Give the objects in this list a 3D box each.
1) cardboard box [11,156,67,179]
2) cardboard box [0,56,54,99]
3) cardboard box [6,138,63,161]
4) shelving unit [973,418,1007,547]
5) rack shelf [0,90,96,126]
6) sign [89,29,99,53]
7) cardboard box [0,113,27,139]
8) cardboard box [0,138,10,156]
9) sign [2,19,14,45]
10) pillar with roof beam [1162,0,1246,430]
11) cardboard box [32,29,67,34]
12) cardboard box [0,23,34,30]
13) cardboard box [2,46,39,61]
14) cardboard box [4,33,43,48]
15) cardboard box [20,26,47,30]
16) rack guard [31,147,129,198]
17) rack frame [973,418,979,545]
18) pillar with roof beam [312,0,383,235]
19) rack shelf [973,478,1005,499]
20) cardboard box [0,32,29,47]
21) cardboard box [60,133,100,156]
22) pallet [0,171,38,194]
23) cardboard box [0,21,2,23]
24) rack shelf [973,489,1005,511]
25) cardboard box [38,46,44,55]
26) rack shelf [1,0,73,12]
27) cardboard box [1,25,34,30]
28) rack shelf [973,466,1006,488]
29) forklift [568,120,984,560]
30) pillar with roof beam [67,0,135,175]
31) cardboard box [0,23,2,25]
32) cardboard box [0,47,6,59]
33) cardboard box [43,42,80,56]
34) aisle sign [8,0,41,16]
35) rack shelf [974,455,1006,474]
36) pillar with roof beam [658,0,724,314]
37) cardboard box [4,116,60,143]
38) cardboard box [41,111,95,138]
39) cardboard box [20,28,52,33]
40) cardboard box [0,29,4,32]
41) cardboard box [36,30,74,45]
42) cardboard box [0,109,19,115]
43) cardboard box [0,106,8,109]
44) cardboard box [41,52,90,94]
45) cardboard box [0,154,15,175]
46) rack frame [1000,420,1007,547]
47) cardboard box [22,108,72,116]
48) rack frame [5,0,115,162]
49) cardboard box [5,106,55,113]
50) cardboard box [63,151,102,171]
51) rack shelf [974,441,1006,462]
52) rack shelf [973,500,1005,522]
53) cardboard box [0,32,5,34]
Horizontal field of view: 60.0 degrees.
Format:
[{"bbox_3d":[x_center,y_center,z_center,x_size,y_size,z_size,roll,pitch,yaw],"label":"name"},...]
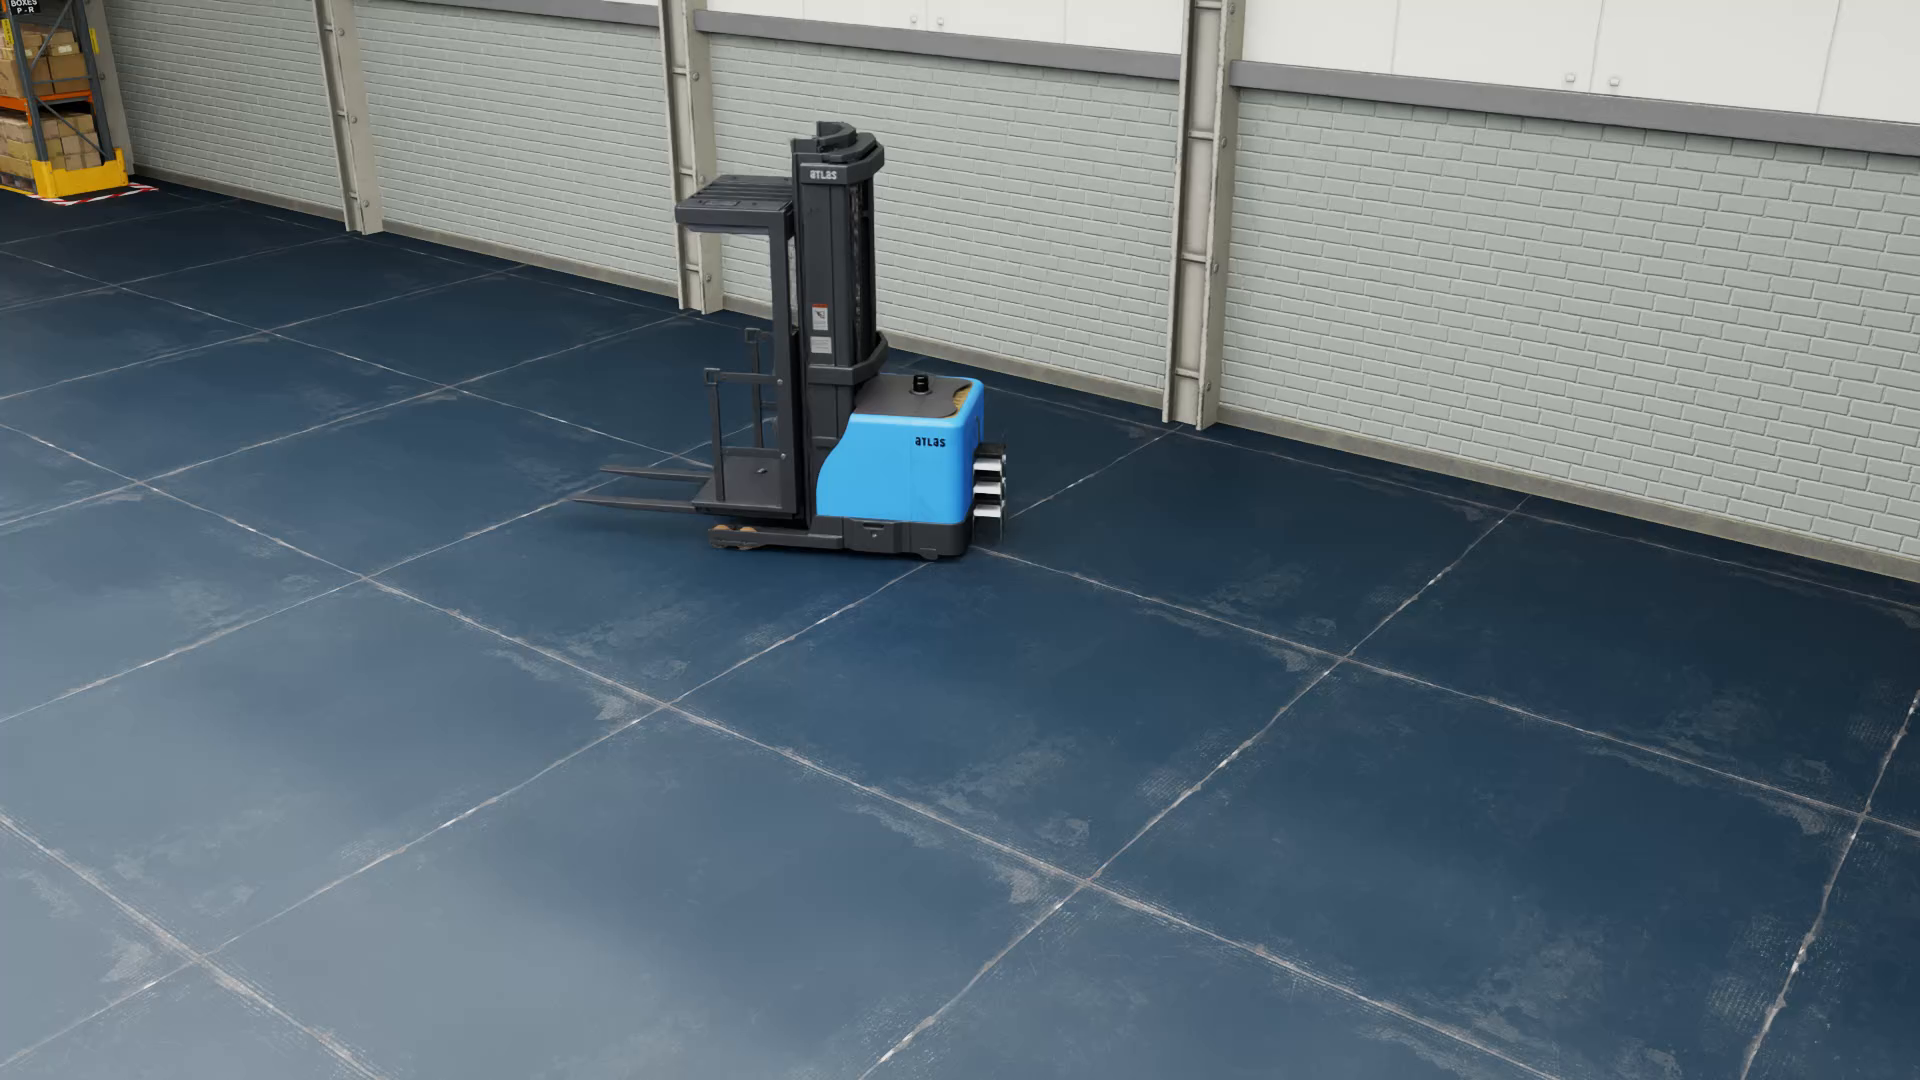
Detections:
[{"bbox_3d":[-12.929,-5.258,23.353,0.500,0.250,0.500,17,29,34],"label":"cardboard box"},{"bbox_3d":[-12.915,-6.393,22.915,0.500,0.500,0.500,16,28,32],"label":"cardboard box"},{"bbox_3d":[-12.941,-5.492,23.264,0.500,0.250,0.500,16,29,33],"label":"cardboard box"},{"bbox_3d":[0.217,-0.414,12.073,0.210,0.900,0.258,4,24,9],"label":"shelving unit"},{"bbox_3d":[-13.964,-6.467,24.100,4.000,0.370,1.077,17,29,33],"label":"rack shelf"},{"bbox_3d":[-12.026,-6.923,23.070,0.005,0.325,0.100,17,29,33],"label":"sign"},{"bbox_3d":[-13.332,-5.836,23.425,0.500,0.250,0.500,17,29,34],"label":"cardboard box"},{"bbox_3d":[-13.336,-5.617,23.547,0.500,0.250,0.500,16,29,33],"label":"cardboard box"},{"bbox_3d":[-12.700,-6.779,22.186,0.005,0.325,0.100,17,29,33],"label":"sign"},{"bbox_3d":[-0.559,-3.775,9.658,0.400,9.000,9.100,17,29,33],"label":"pillar with roof beam"},{"bbox_3d":[-12.680,-7.026,23.179,0.250,0.149,0.380,18,29,35],"label":"cardboard box"},{"bbox_3d":[-13.479,-7.291,23.779,0.250,0.149,0.380,16,28,32],"label":"cardboard box"},{"bbox_3d":[-12.809,-6.649,22.691,0.250,0.149,0.380,17,29,34],"label":"cardboard box"},{"bbox_3d":[-12.777,-6.810,22.688,0.250,0.149,0.380,17,29,33],"label":"cardboard box"},{"bbox_3d":[-13.103,-7.140,23.436,0.250,0.149,0.380,17,29,34],"label":"cardboard box"},{"bbox_3d":[-12.345,-5.163,23.348,0.348,0.500,1.175,17,29,33],"label":"rack guard"},{"bbox_3d":[0.117,-0.421,12.089,0.006,0.900,0.240,4,24,9],"label":"rack frame"},{"bbox_3d":[-10.161,-6.677,16.244,0.400,9.000,9.100,17,29,33],"label":"pillar with roof beam"},{"bbox_3d":[0.217,-0.383,12.086,0.200,0.077,0.258,4,24,9],"label":"rack shelf"},{"bbox_3d":[-12.993,-6.860,22.801,0.250,0.149,0.380,17,29,33],"label":"cardboard box"},{"bbox_3d":[-12.616,-5.656,23.636,0.500,0.250,0.500,17,29,34],"label":"cardboard box"},{"bbox_3d":[-13.001,-5.208,23.808,1.213,0.211,1.003,17,29,33],"label":"pallet"},{"bbox_3d":[-13.939,-7.388,23.999,0.250,0.149,0.380,18,29,35],"label":"cardboard box"},{"bbox_3d":[0.217,-0.301,12.123,0.200,0.077,0.258,4,24,9],"label":"rack shelf"},{"bbox_3d":[-12.715,-6.860,23.171,0.250,0.149,0.380,17,29,33],"label":"cardboard box"},{"bbox_3d":[-13.964,-7.840,23.495,4.000,0.370,1.077,17,29,33],"label":"rack shelf"},{"bbox_3d":[-13.328,-7.195,23.563,0.250,0.149,0.380,18,29,35],"label":"cardboard box"},{"bbox_3d":[0.217,-0.466,12.050,0.200,0.077,0.258,4,24,9],"label":"rack shelf"},{"bbox_3d":[-1.378,-1.471,11.953,3.031,2.935,1.130,4,24,9],"label":"forklift"},{"bbox_3d":[-14.962,-8.128,19.537,0.400,9.000,9.100,17,29,33],"label":"pillar with roof beam"},{"bbox_3d":[-13.725,-7.325,23.857,0.250,0.149,0.380,17,29,34],"label":"cardboard box"},{"bbox_3d":[-13.032,-6.701,22.810,0.250,0.149,0.380,17,29,34],"label":"cardboard box"},{"bbox_3d":[-12.480,-6.821,23.082,0.250,0.149,0.380,16,28,32],"label":"cardboard box"},{"bbox_3d":[-12.488,-7.392,22.082,0.004,0.787,0.394,17,29,33],"label":"aisle sign"},{"bbox_3d":[0.217,-0.548,12.014,0.200,0.077,0.258,4,24,9],"label":"rack shelf"},{"bbox_3d":[-5.360,-5.226,12.951,0.400,9.000,9.100,17,29,33],"label":"pillar with roof beam"},{"bbox_3d":[-12.919,-5.715,23.149,0.500,0.250,0.500,18,29,35],"label":"cardboard box"},{"bbox_3d":[-12.635,-5.881,23.528,0.500,0.250,0.500,16,29,33],"label":"cardboard box"},{"bbox_3d":[-12.913,-7.075,23.290,0.250,0.149,0.380,17,29,34],"label":"cardboard box"},{"bbox_3d":[-13.373,-6.998,23.116,0.250,0.149,0.380,17,29,34],"label":"cardboard box"},{"bbox_3d":[-12.505,-6.941,22.987,0.250,0.149,0.380,16,28,32],"label":"cardboard box"},{"bbox_3d":[-13.741,-5.955,23.695,0.500,0.250,0.500,17,29,34],"label":"cardboard box"},{"bbox_3d":[-13.837,-6.252,24.368,0.500,0.250,0.500,16,28,32],"label":"cardboard box"},{"bbox_3d":[-12.594,-6.568,23.312,0.500,0.500,0.500,18,29,35],"label":"cardboard box"},{"bbox_3d":[-13.322,-5.382,23.633,0.500,0.250,0.500,17,29,33],"label":"cardboard box"},{"bbox_3d":[0.317,-0.407,12.057,0.006,0.900,0.240,4,24,9],"label":"rack frame"},{"bbox_3d":[-13.037,-6.001,23.799,0.500,0.250,0.500,17,29,33],"label":"cardboard box"},{"bbox_3d":[-12.364,-6.313,22.857,0.127,3.000,1.000,17,29,33],"label":"rack frame"},{"bbox_3d":[-13.431,-6.125,24.081,0.500,0.250,0.500,17,29,33],"label":"cardboard box"},{"bbox_3d":[-12.640,-5.428,23.739,0.500,0.250,0.500,17,29,34],"label":"cardboard box"},{"bbox_3d":[0.217,-0.630,11.978,0.200,0.077,0.258,4,24,9],"label":"rack shelf"},{"bbox_3d":[0.217,-0.219,12.159,0.200,0.077,0.258,4,24,9],"label":"rack shelf"},{"bbox_3d":[-13.219,-6.914,22.925,0.250,0.149,0.380,18,29,34],"label":"cardboard box"}]
